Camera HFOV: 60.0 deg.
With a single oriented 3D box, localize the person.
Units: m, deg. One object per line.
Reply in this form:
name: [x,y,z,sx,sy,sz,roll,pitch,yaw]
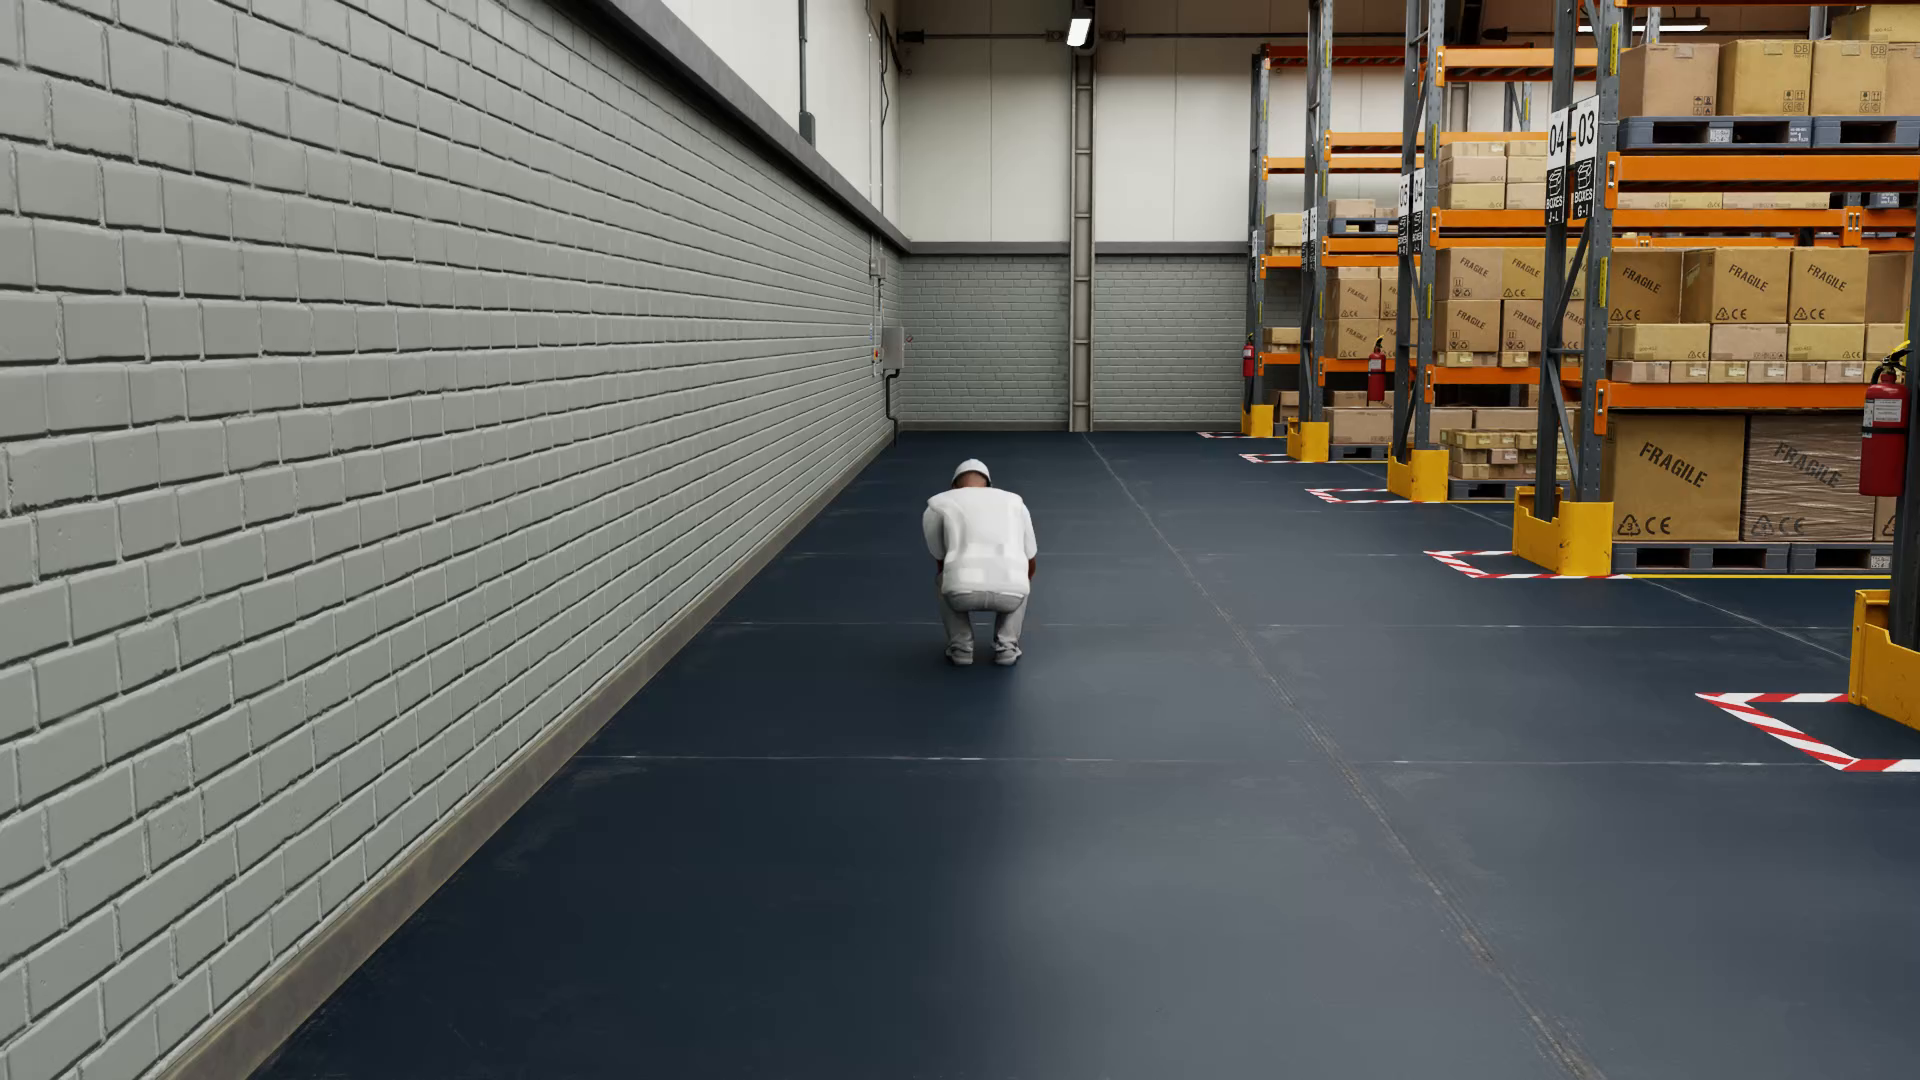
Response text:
person: [0.102,0.106,8.443,0.588,0.999,0.865,0,7,1]
